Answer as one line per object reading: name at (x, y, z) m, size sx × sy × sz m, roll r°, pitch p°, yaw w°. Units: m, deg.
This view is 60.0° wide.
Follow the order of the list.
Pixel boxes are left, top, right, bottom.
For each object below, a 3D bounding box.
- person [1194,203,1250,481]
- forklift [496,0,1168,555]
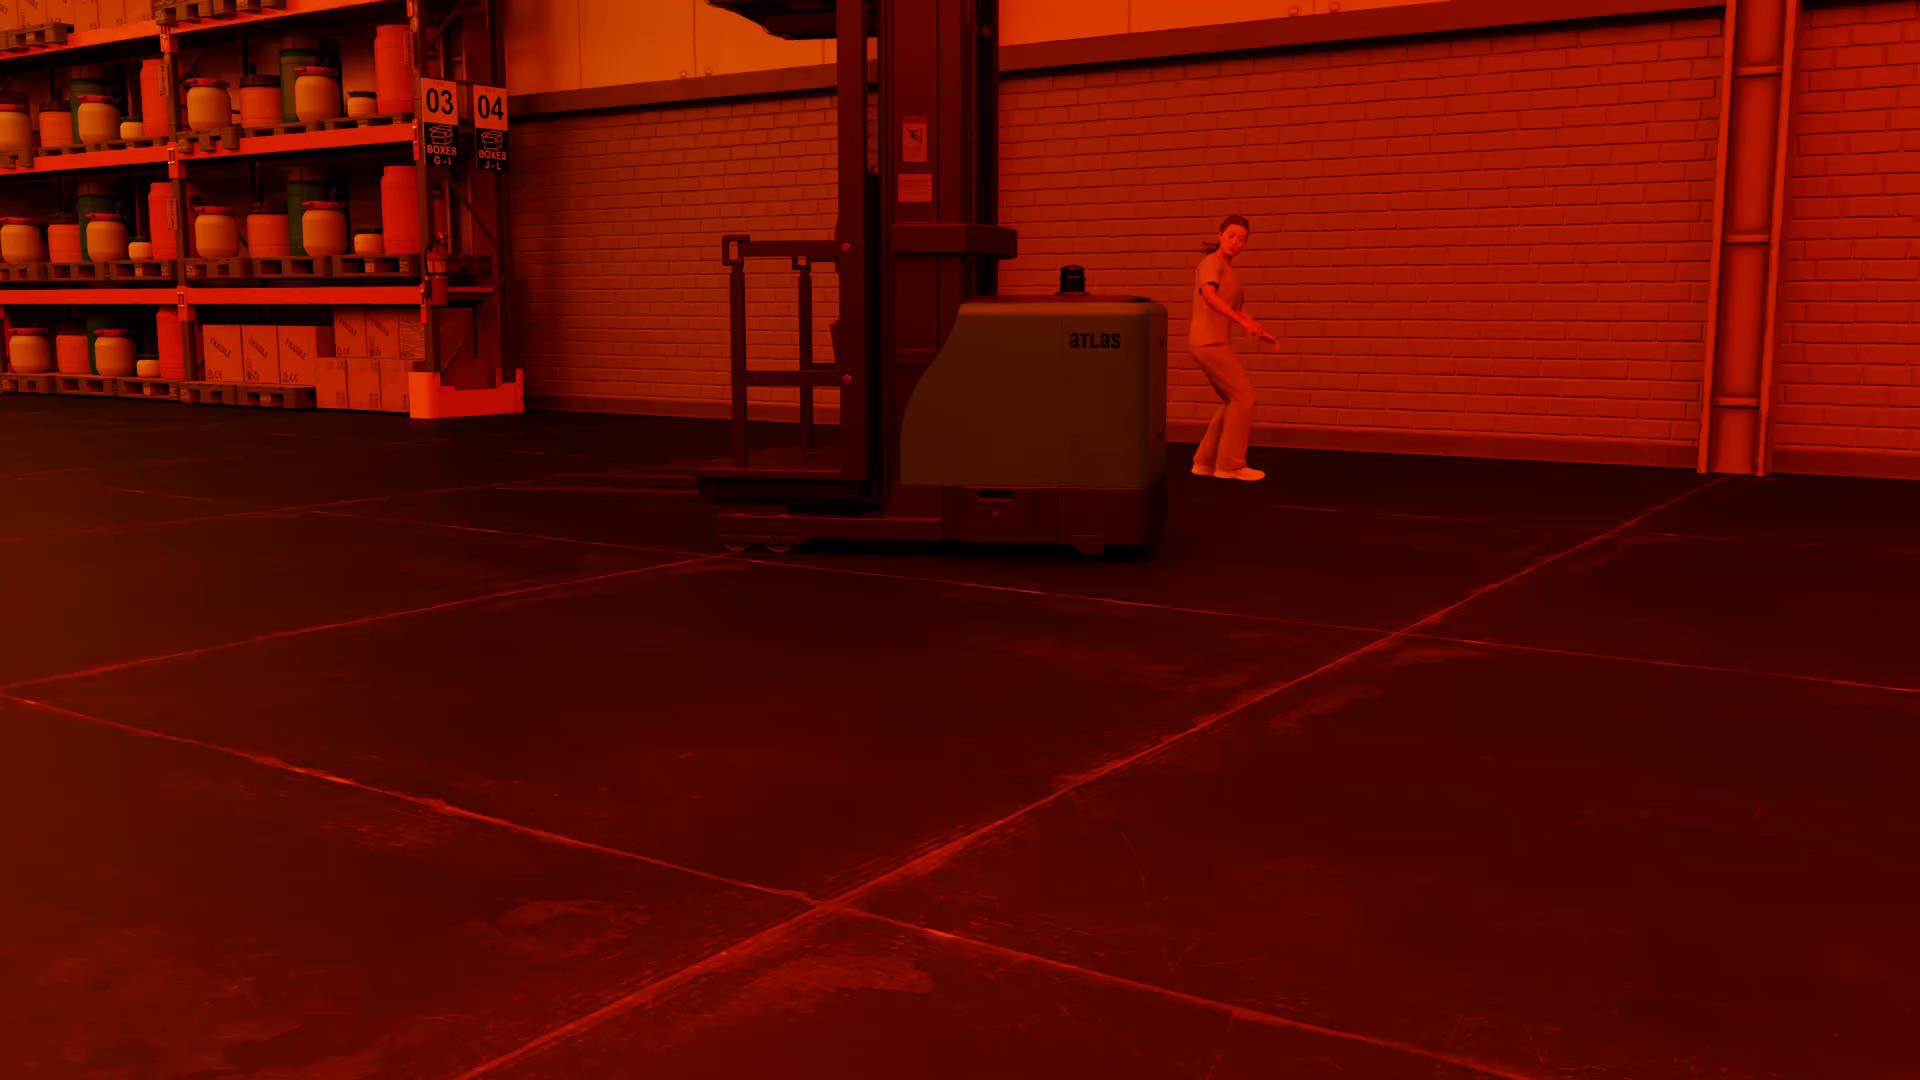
person at (1.605, -1.216, 10.220) m, size 0.371 × 1.671 × 0.442 m, roll 3°, pitch 9°, yaw 20°
forklift at (-0.596, -1.469, 7.520) m, size 3.031 × 2.935 × 1.130 m, roll 2°, pitch 8°, yaw 12°
